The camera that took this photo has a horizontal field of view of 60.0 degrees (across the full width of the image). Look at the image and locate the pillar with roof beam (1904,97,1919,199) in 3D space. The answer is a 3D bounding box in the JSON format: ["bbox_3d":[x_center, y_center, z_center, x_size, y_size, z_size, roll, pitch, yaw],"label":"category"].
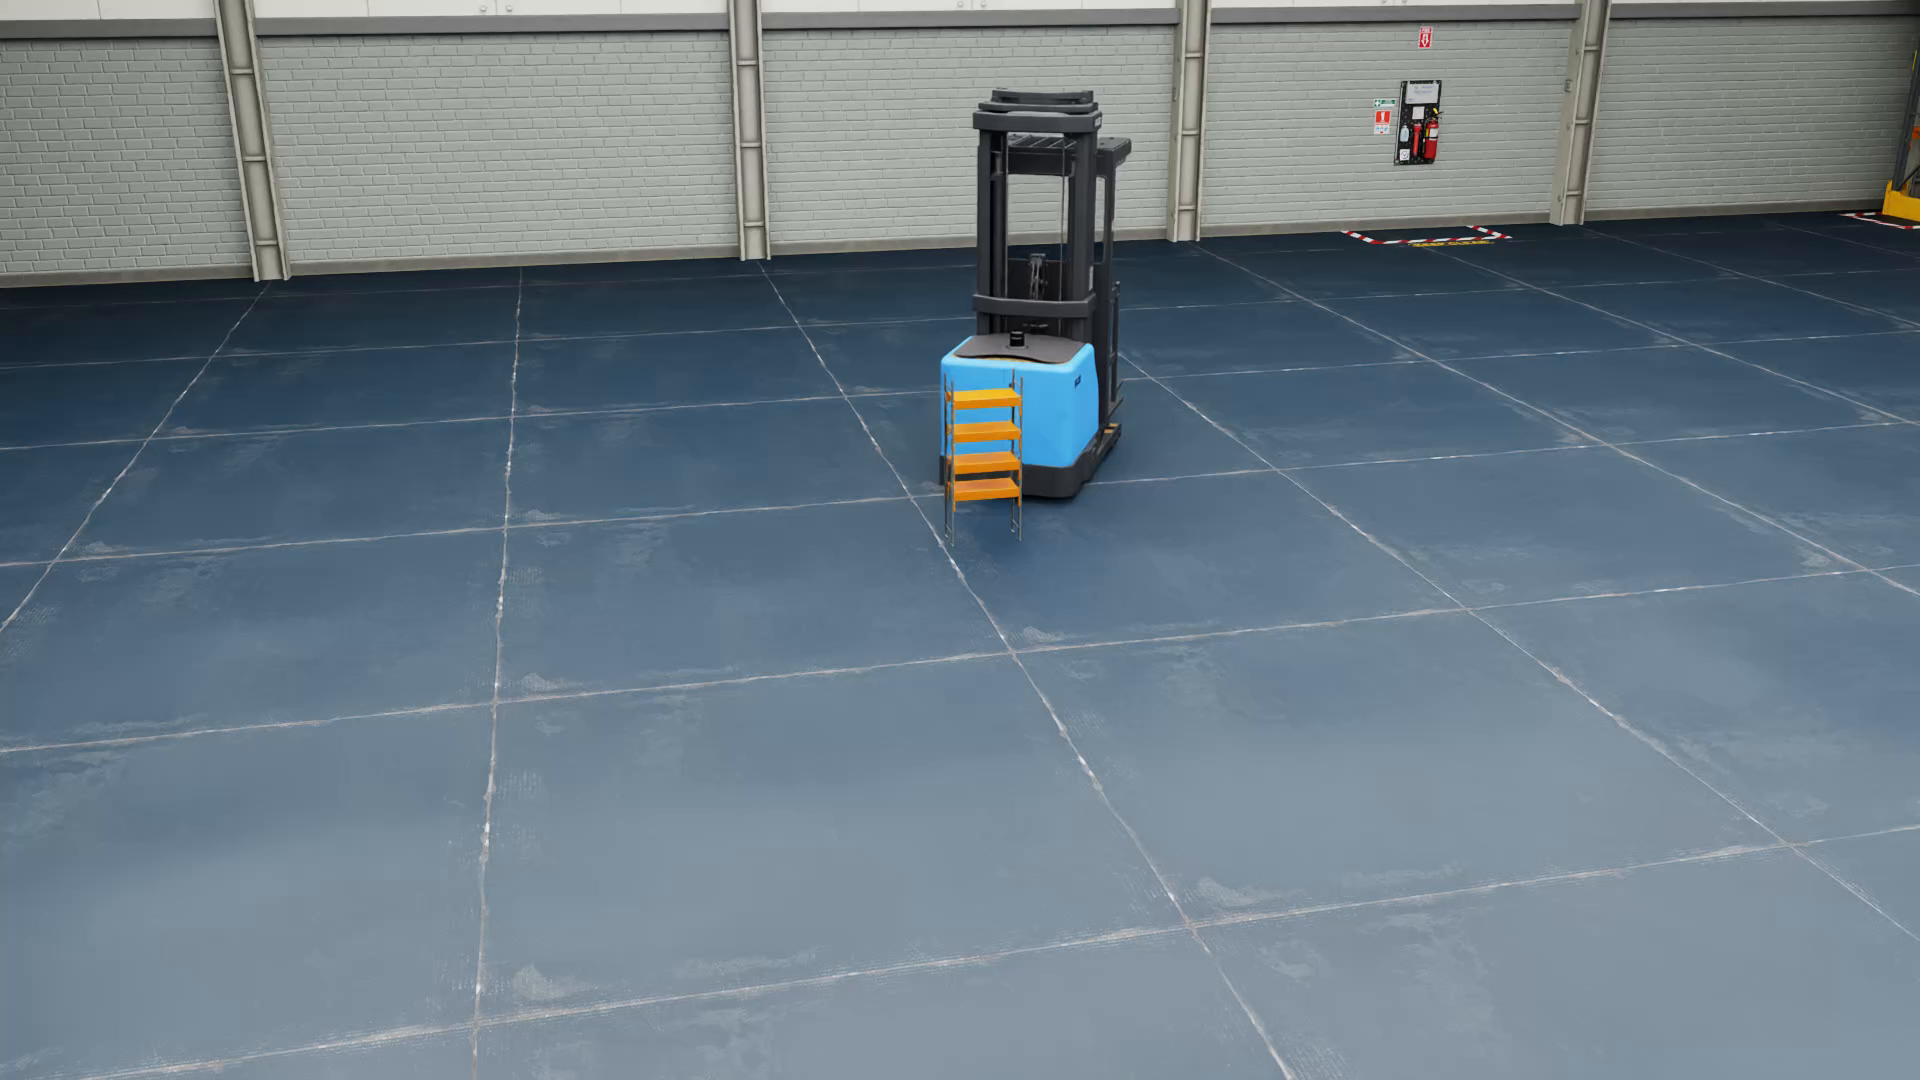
[{"bbox_3d":[15.789,-7.944,20.419,0.400,9.000,9.100,-5,21,-12],"label":"pillar with roof beam"}]

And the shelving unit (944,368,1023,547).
[{"bbox_3d":[0.161,-0.577,11.644,0.503,1.200,0.258,-5,21,-12],"label":"shelving unit"}]

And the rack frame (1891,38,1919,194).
[{"bbox_3d":[14.317,-6.223,24.443,0.127,3.000,1.000,-5,21,-12],"label":"rack frame"}]

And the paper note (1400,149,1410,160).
[{"bbox_3d":[6.358,-5.506,23.765,0.142,0.148,0.016,-5,21,-12],"label":"paper note"}]

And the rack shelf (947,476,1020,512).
[{"bbox_3d":[0.161,-0.327,11.735,0.480,0.148,0.258,-5,21,-12],"label":"rack shelf"}]

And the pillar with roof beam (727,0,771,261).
[{"bbox_3d":[-1.728,-6.520,16.529,0.400,9.000,9.100,-5,21,-12],"label":"pillar with roof beam"}]

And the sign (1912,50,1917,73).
[{"bbox_3d":[14.208,-7.103,24.701,0.005,0.325,0.100,-5,21,-12],"label":"sign"}]

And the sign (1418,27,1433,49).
[{"bbox_3d":[6.515,-7.032,23.279,0.199,0.298,0.001,-5,21,-12],"label":"sign"}]

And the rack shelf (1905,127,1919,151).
[{"bbox_3d":[16.263,-6.044,24.999,4.000,0.370,1.077,-5,21,-12],"label":"rack shelf"}]

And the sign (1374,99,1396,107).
[{"bbox_3d":[5.991,-6.164,23.459,0.331,0.109,0.001,-5,21,-12],"label":"sign"}]

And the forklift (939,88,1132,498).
[{"bbox_3d":[0.740,-2.167,13.468,1.130,2.935,3.031,6,21,15],"label":"forklift"}]

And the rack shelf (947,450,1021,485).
[{"bbox_3d":[0.161,-0.513,11.667,0.480,0.148,0.258,-5,21,-12],"label":"rack shelf"}]

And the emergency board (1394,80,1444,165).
[{"bbox_3d":[6.546,-5.911,23.589,0.643,1.169,0.194,-5,21,-12],"label":"emergency board"}]

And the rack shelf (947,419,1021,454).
[{"bbox_3d":[0.161,-0.723,11.590,0.480,0.148,0.258,-5,21,-12],"label":"rack shelf"}]

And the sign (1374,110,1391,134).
[{"bbox_3d":[5.984,-5.918,23.557,0.234,0.329,0.001,-5,21,-12],"label":"sign"}]

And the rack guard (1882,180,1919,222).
[{"bbox_3d":[14.391,-5.056,24.889,0.348,0.500,1.175,-5,21,-12],"label":"rack guard"}]

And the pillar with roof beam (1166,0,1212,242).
[{"bbox_3d":[4.111,-6.994,17.826,0.400,9.000,9.100,-5,21,-12],"label":"pillar with roof beam"}]

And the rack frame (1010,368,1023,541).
[{"bbox_3d":[0.399,-0.596,11.697,0.015,1.200,0.240,-5,21,-12],"label":"rack frame"}]

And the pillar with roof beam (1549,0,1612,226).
[{"bbox_3d":[9.950,-7.469,19.122,0.400,9.000,9.100,-5,21,-12],"label":"pillar with roof beam"}]

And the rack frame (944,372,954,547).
[{"bbox_3d":[-0.076,-0.557,11.591,0.015,1.200,0.240,-5,21,-12],"label":"rack frame"}]

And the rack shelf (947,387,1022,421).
[{"bbox_3d":[0.161,-0.945,11.509,0.480,0.148,0.258,-5,21,-12],"label":"rack shelf"}]

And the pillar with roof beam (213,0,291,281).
[{"bbox_3d":[-7.567,-6.045,15.233,0.400,9.000,9.100,-5,21,-12],"label":"pillar with roof beam"}]
